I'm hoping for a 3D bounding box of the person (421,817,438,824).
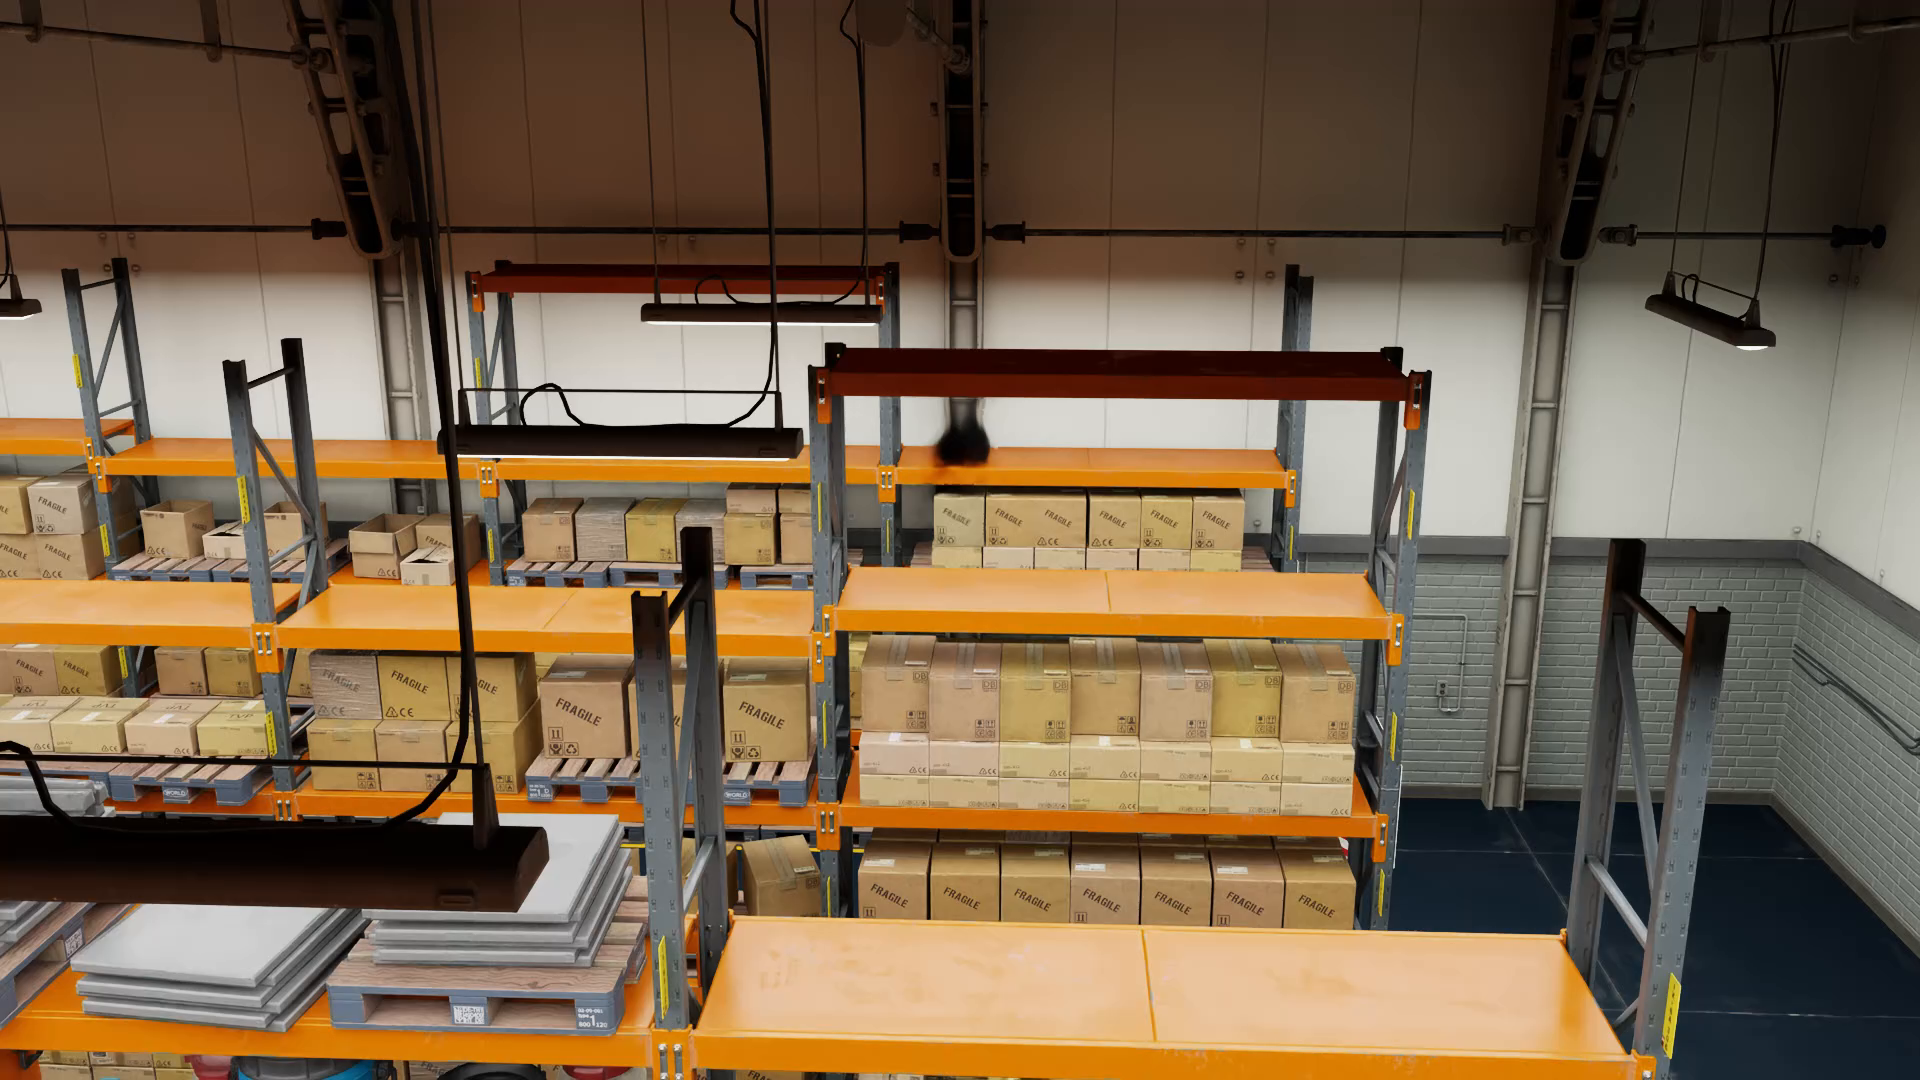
[{"bbox_3d":[-4.713,2.997,15.600,0.998,1.476,0.675,4,17,14],"label":"person"}]
